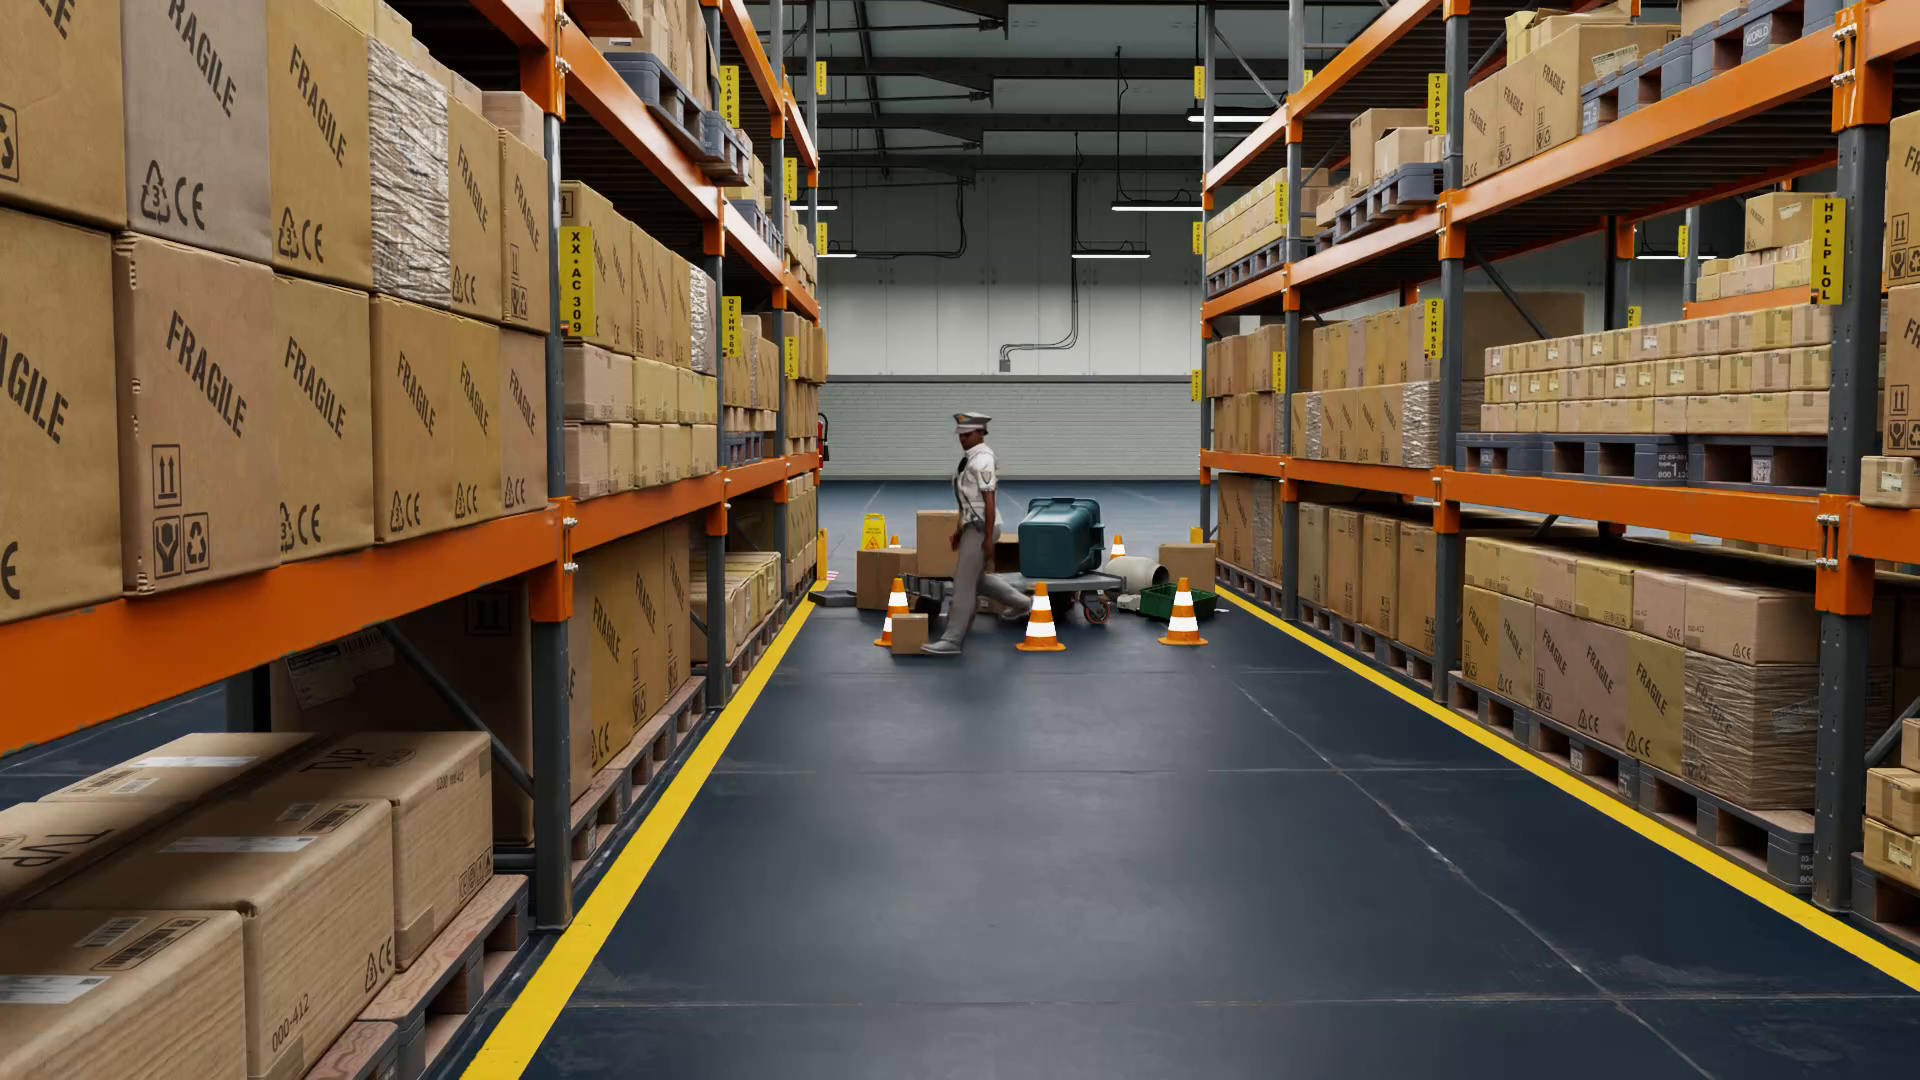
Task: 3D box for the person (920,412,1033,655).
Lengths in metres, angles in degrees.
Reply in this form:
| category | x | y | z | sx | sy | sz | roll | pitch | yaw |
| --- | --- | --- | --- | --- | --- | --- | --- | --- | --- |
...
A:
| category | x | y | z | sx | sy | sz | roll | pitch | yaw |
| --- | --- | --- | --- | --- | --- | --- | --- | --- | --- |
| person | 0.131 | -0.055 | 11.414 | 0.834 | 1.634 | 0.603 | 0 | 4 | -3 |
